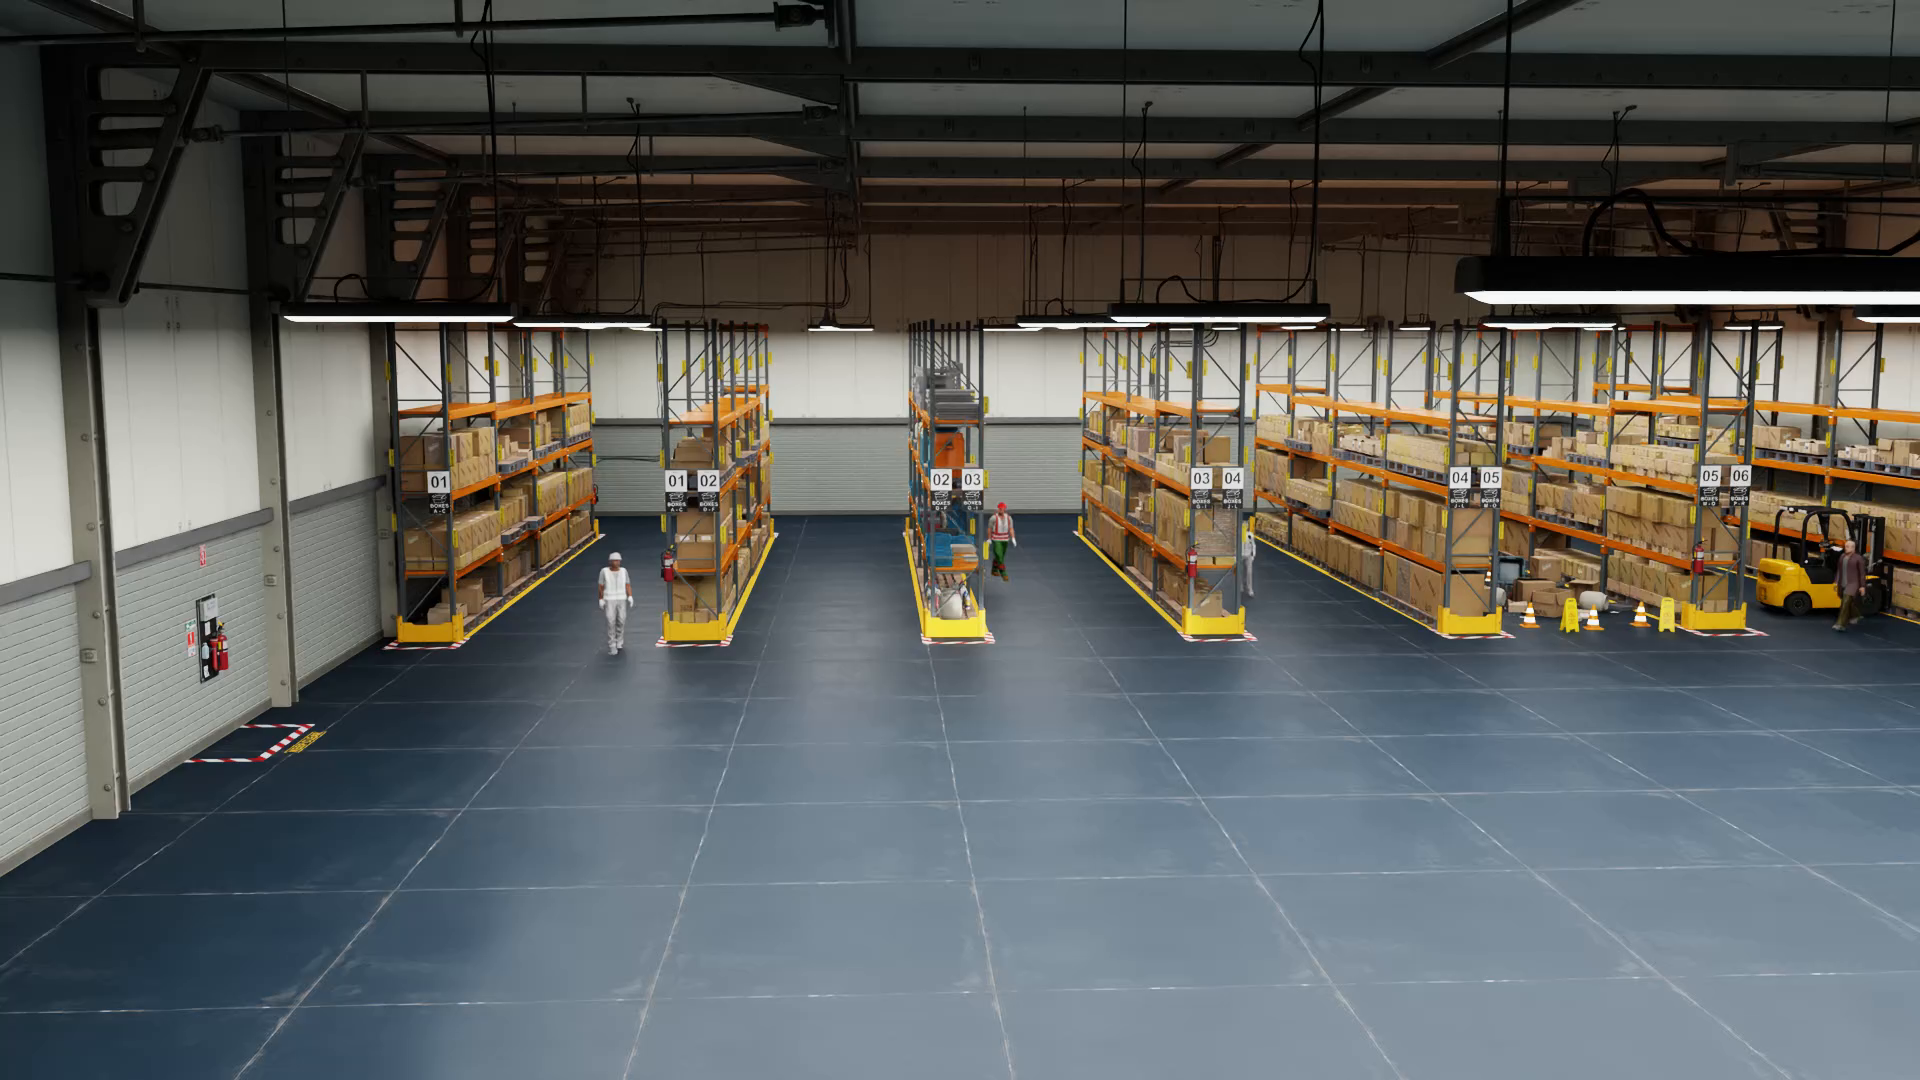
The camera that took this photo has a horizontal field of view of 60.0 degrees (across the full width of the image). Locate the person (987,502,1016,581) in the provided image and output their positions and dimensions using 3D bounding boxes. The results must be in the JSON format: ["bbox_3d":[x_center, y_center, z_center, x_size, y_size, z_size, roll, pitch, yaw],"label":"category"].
[{"bbox_3d":[0.924,0.011,36.749,0.538,1.716,1.077,-4,8,-29],"label":"person"}]

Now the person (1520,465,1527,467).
[{"bbox_3d":[17.474,-1.493,51.544,0.472,1.672,0.482,-2,7,-14],"label":"person"}]

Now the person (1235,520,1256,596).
[{"bbox_3d":[6.266,0.367,36.637,0.526,1.635,0.908,1,7,5],"label":"person"}]

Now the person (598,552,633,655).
[{"bbox_3d":[-6.202,1.148,30.126,0.570,1.810,0.680,-4,8,-28],"label":"person"}]

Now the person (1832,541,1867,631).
[{"bbox_3d":[17.284,0.872,32.264,1.117,1.732,0.579,-4,8,-28],"label":"person"}]
